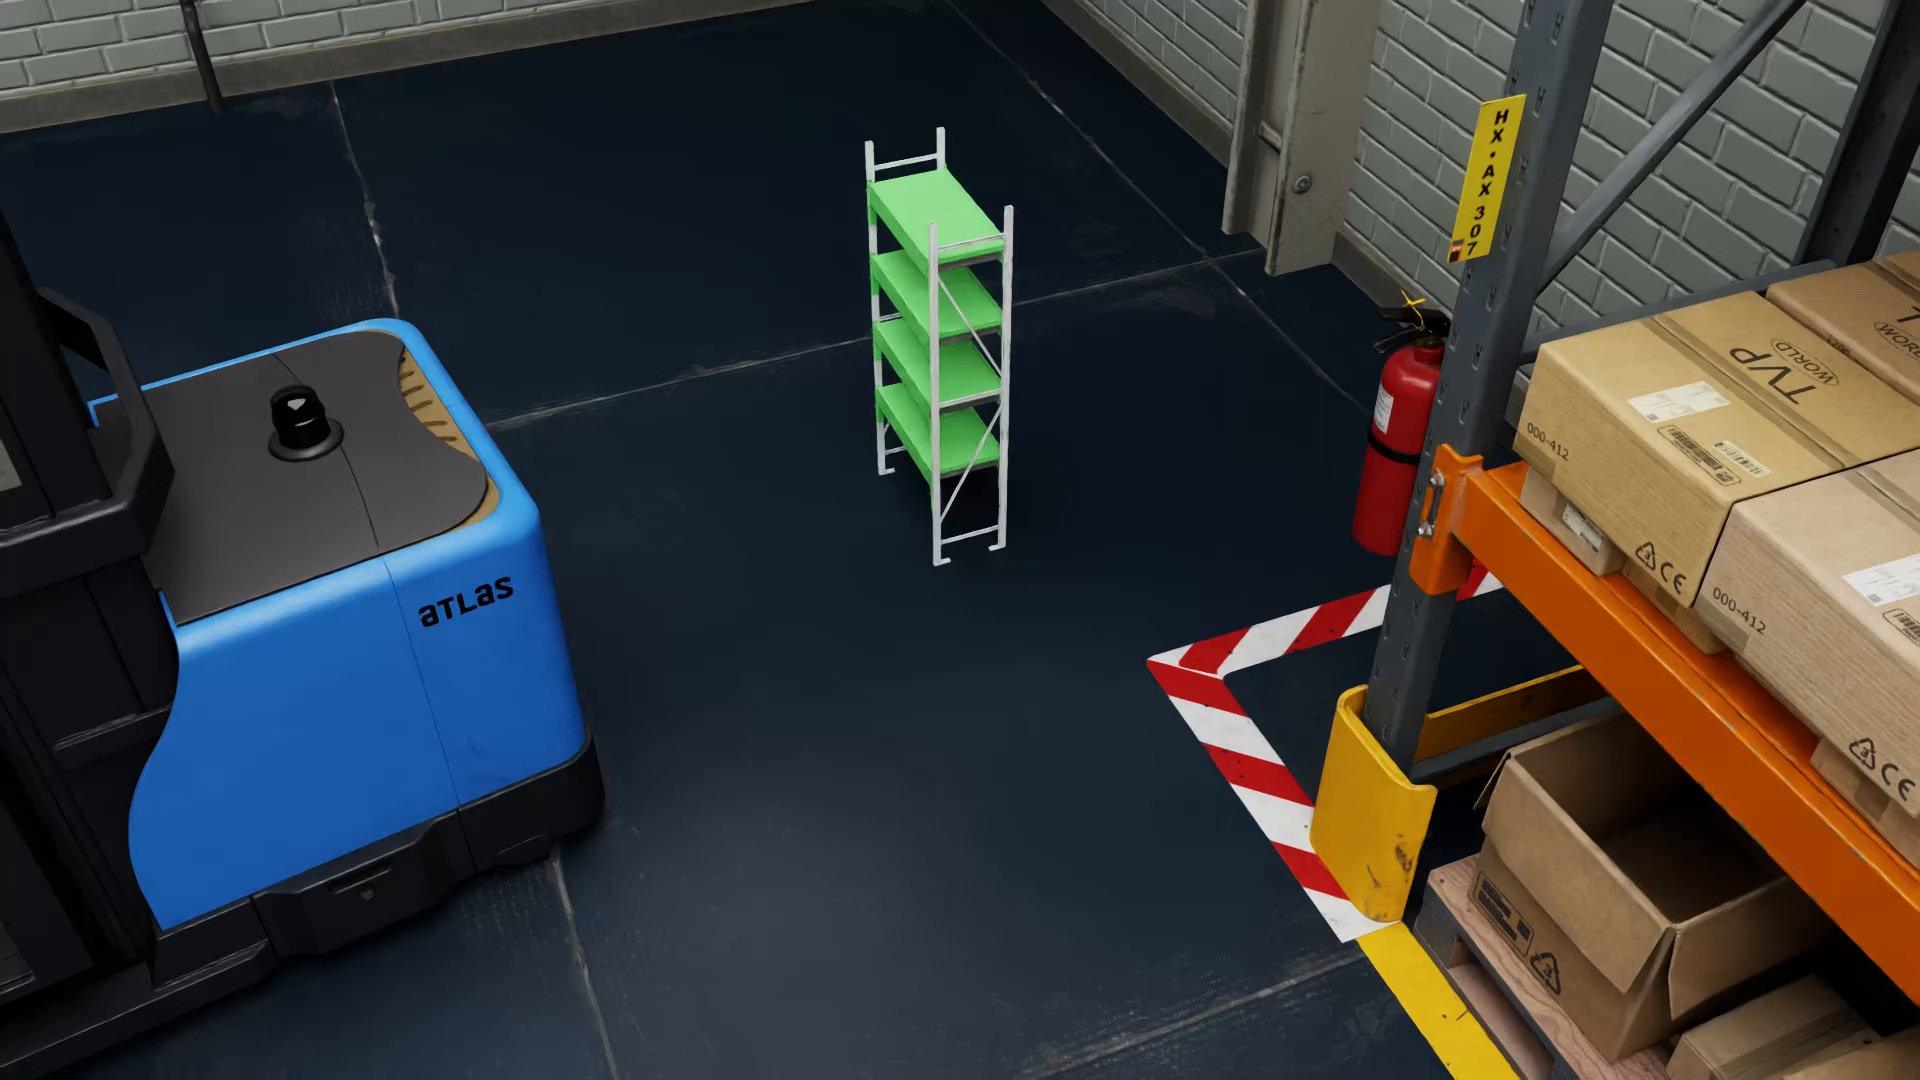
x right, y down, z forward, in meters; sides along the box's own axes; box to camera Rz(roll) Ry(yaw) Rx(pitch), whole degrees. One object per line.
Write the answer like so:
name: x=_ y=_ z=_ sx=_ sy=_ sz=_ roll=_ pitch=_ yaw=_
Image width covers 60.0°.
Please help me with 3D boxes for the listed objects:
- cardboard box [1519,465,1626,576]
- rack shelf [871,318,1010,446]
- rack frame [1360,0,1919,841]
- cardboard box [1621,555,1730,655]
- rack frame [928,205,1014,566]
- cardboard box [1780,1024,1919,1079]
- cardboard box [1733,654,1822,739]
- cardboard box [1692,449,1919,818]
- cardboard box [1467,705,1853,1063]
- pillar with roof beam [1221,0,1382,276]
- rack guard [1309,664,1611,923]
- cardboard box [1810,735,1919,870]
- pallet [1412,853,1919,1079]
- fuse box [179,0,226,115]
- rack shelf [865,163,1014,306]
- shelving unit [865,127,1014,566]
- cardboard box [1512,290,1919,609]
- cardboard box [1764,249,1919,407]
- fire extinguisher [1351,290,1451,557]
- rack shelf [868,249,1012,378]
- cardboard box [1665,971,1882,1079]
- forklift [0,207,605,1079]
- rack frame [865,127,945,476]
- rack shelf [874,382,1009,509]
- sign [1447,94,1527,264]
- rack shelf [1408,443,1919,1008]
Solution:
cardboard box: x=1.341 y=-0.104 z=3.263 sx=0.380 sy=0.149 sz=0.250 roll=-15 pitch=43 yaw=-17
rack shelf: x=-0.063 y=-0.506 z=5.016 sx=0.258 sy=0.148 sz=0.480 roll=-15 pitch=43 yaw=-17
rack frame: x=1.468 y=-0.466 z=3.491 sx=1.000 sy=3.000 sz=0.127 roll=-15 pitch=43 yaw=-17
cardboard box: x=1.481 y=0.038 z=3.098 sx=0.380 sy=0.149 sz=0.250 roll=-14 pitch=43 yaw=-16
rack frame: x=0.030 y=-0.408 z=4.804 sx=0.240 sy=1.200 sz=0.015 roll=-15 pitch=43 yaw=-17
cardboard box: x=1.906 y=1.240 z=3.103 sx=0.700 sy=0.500 sz=0.500 roll=-13 pitch=42 yaw=-15
cardboard box: x=1.613 y=0.187 z=2.924 sx=0.380 sy=0.149 sz=0.250 roll=-16 pitch=43 yaw=-17
cardboard box: x=1.586 y=0.123 z=2.694 sx=0.500 sy=0.250 sz=0.500 roll=-15 pitch=43 yaw=-16
cardboard box: x=1.615 y=0.714 z=3.712 sx=0.797 sy=0.503 sz=0.637 roll=-17 pitch=43 yaw=-19
pillar with roof beam: x=-2.708 y=-3.515 z=2.436 sx=9.100 sy=9.000 sz=0.400 roll=-15 pitch=43 yaw=-17
rack guard: x=1.497 y=0.528 z=4.253 sx=1.175 sy=0.500 sz=0.348 roll=-15 pitch=43 yaw=-17
cardboard box: x=1.653 y=0.355 z=2.729 sx=0.380 sy=0.149 sz=0.250 roll=-14 pitch=43 yaw=-16
pallet: x=1.803 y=1.117 z=3.789 sx=1.003 sy=0.211 sz=1.213 roll=-15 pitch=43 yaw=-17
fuse box: x=-3.299 y=-2.564 z=6.919 sx=0.539 sy=1.711 sz=0.414 roll=-15 pitch=43 yaw=-17
rack shelf: x=-0.063 y=-0.870 z=4.703 sx=0.258 sy=0.148 sz=0.480 roll=-15 pitch=43 yaw=-17
shelving unit: x=-0.063 y=-0.555 z=4.975 sx=0.258 sy=1.200 sz=0.503 roll=-15 pitch=43 yaw=-17
cardboard box: x=1.393 y=-0.181 z=3.047 sx=0.500 sy=0.250 sz=0.500 roll=-15 pitch=43 yaw=-17
cardboard box: x=1.889 y=-0.311 z=3.198 sx=0.500 sy=0.250 sz=0.500 roll=-14 pitch=43 yaw=-16
fire extinguisher: x=0.985 y=-0.268 z=3.607 sx=0.296 sy=0.674 sz=0.183 roll=-15 pitch=43 yaw=-17
rack shelf: x=-0.063 y=-0.688 z=4.860 sx=0.258 sy=0.148 sz=0.480 roll=-15 pitch=43 yaw=-17
cardboard box: x=1.741 y=1.114 z=3.519 sx=0.380 sy=0.149 sz=0.250 roll=-17 pitch=43 yaw=-19
forklift: x=-2.452 y=-0.121 z=3.143 sx=3.031 sy=2.935 sz=1.130 roll=-22 pitch=45 yaw=-24
rack frame: x=-0.157 y=-0.702 z=5.146 sx=0.240 sy=1.200 sz=0.015 roll=-15 pitch=43 yaw=-17
rack shelf: x=-0.063 y=-0.324 z=5.173 sx=0.258 sy=0.148 sz=0.480 roll=-15 pitch=43 yaw=-17
sign: x=0.967 y=-0.658 z=3.051 sx=0.100 sy=0.325 sz=0.005 roll=-15 pitch=43 yaw=-17
rack shelf: x=2.234 y=1.012 z=2.324 sx=1.077 sy=0.370 sz=4.000 roll=-15 pitch=43 yaw=-17
